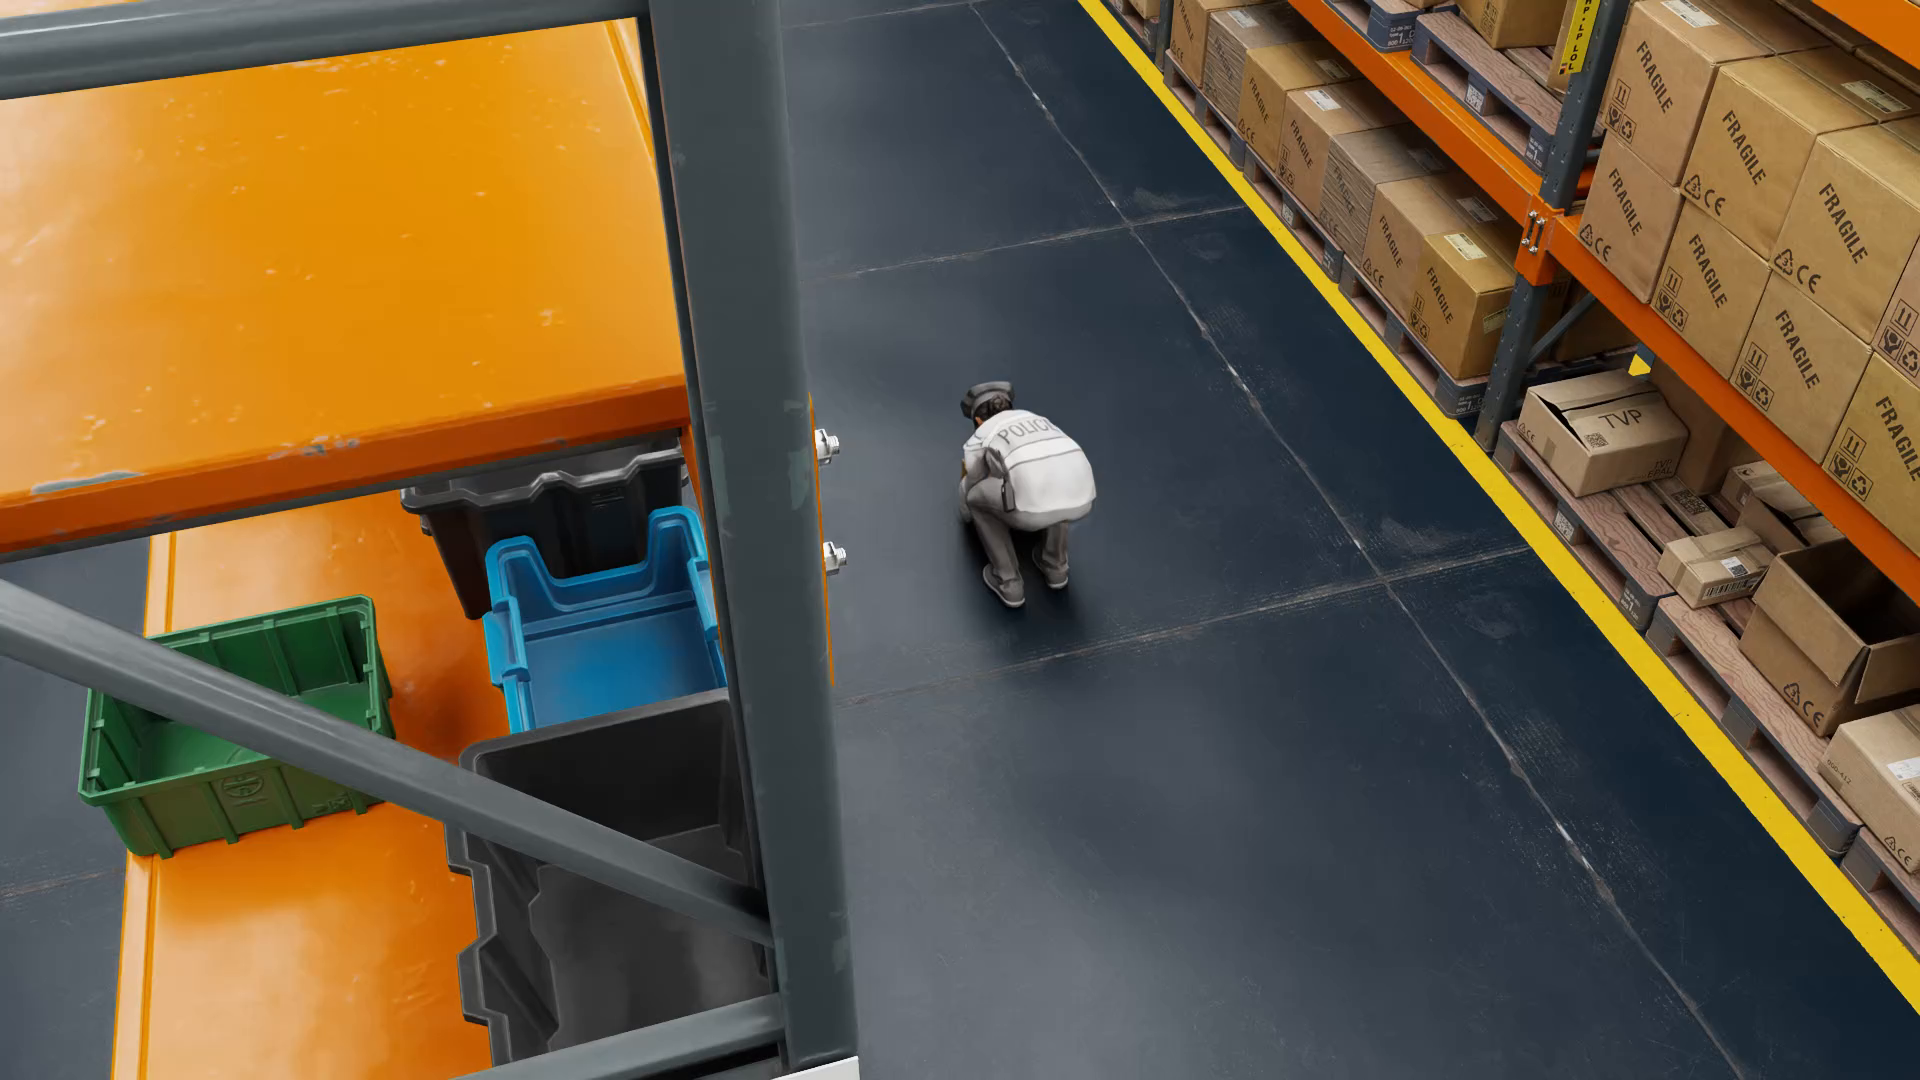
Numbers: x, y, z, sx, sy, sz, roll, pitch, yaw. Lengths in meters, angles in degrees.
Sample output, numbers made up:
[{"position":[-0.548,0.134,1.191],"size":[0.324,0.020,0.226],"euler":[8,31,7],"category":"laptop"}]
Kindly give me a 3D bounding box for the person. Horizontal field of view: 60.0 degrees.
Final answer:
[{"position":[0.249,-0.201,7.029],"size":[0.461,0.822,0.897],"euler":[-14,44,-14],"category":"person"}]
